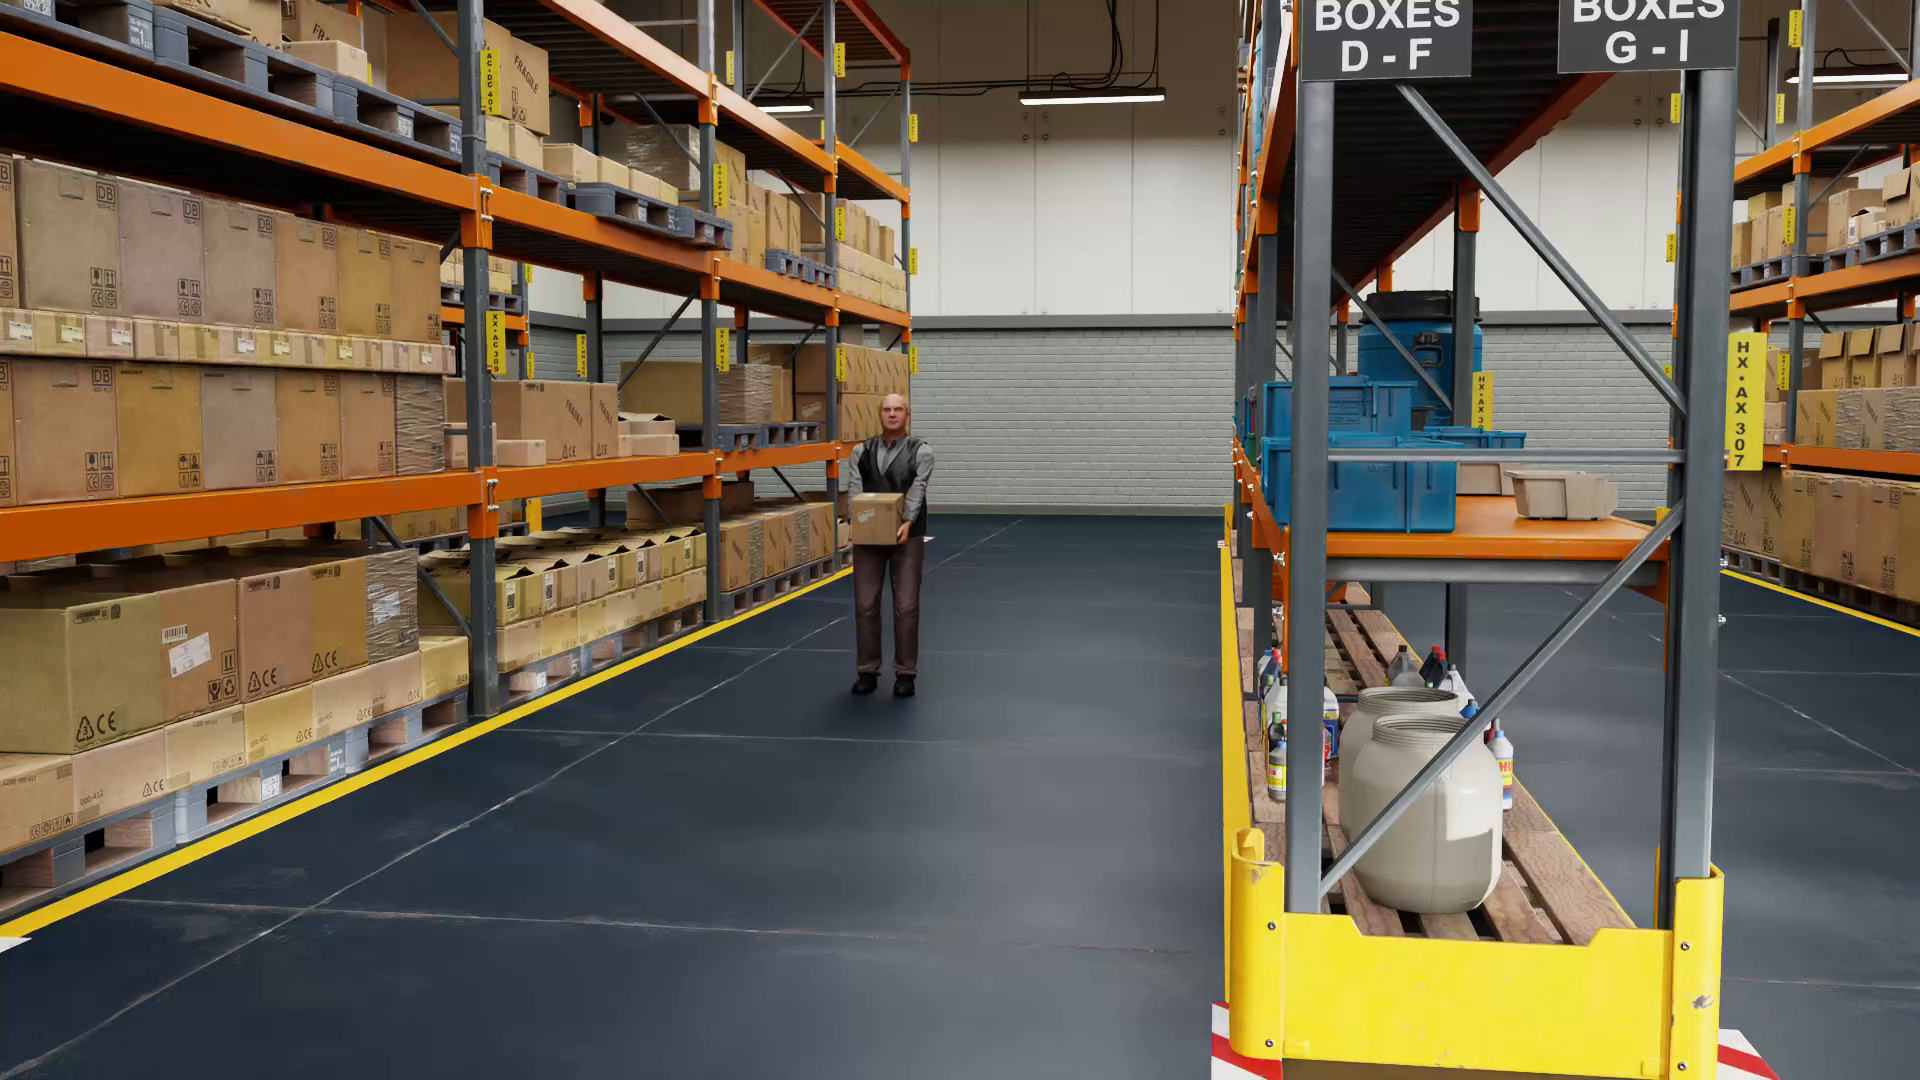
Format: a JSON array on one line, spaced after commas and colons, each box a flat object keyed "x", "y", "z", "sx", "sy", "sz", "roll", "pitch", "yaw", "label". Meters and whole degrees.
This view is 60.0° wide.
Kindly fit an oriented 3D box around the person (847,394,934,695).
[{"x": -0.411, "y": 0.025, "z": 9.522, "sx": 0.494, "sy": 1.716, "sz": 0.554, "roll": 1, "pitch": 4, "yaw": 9, "label": "person"}]
